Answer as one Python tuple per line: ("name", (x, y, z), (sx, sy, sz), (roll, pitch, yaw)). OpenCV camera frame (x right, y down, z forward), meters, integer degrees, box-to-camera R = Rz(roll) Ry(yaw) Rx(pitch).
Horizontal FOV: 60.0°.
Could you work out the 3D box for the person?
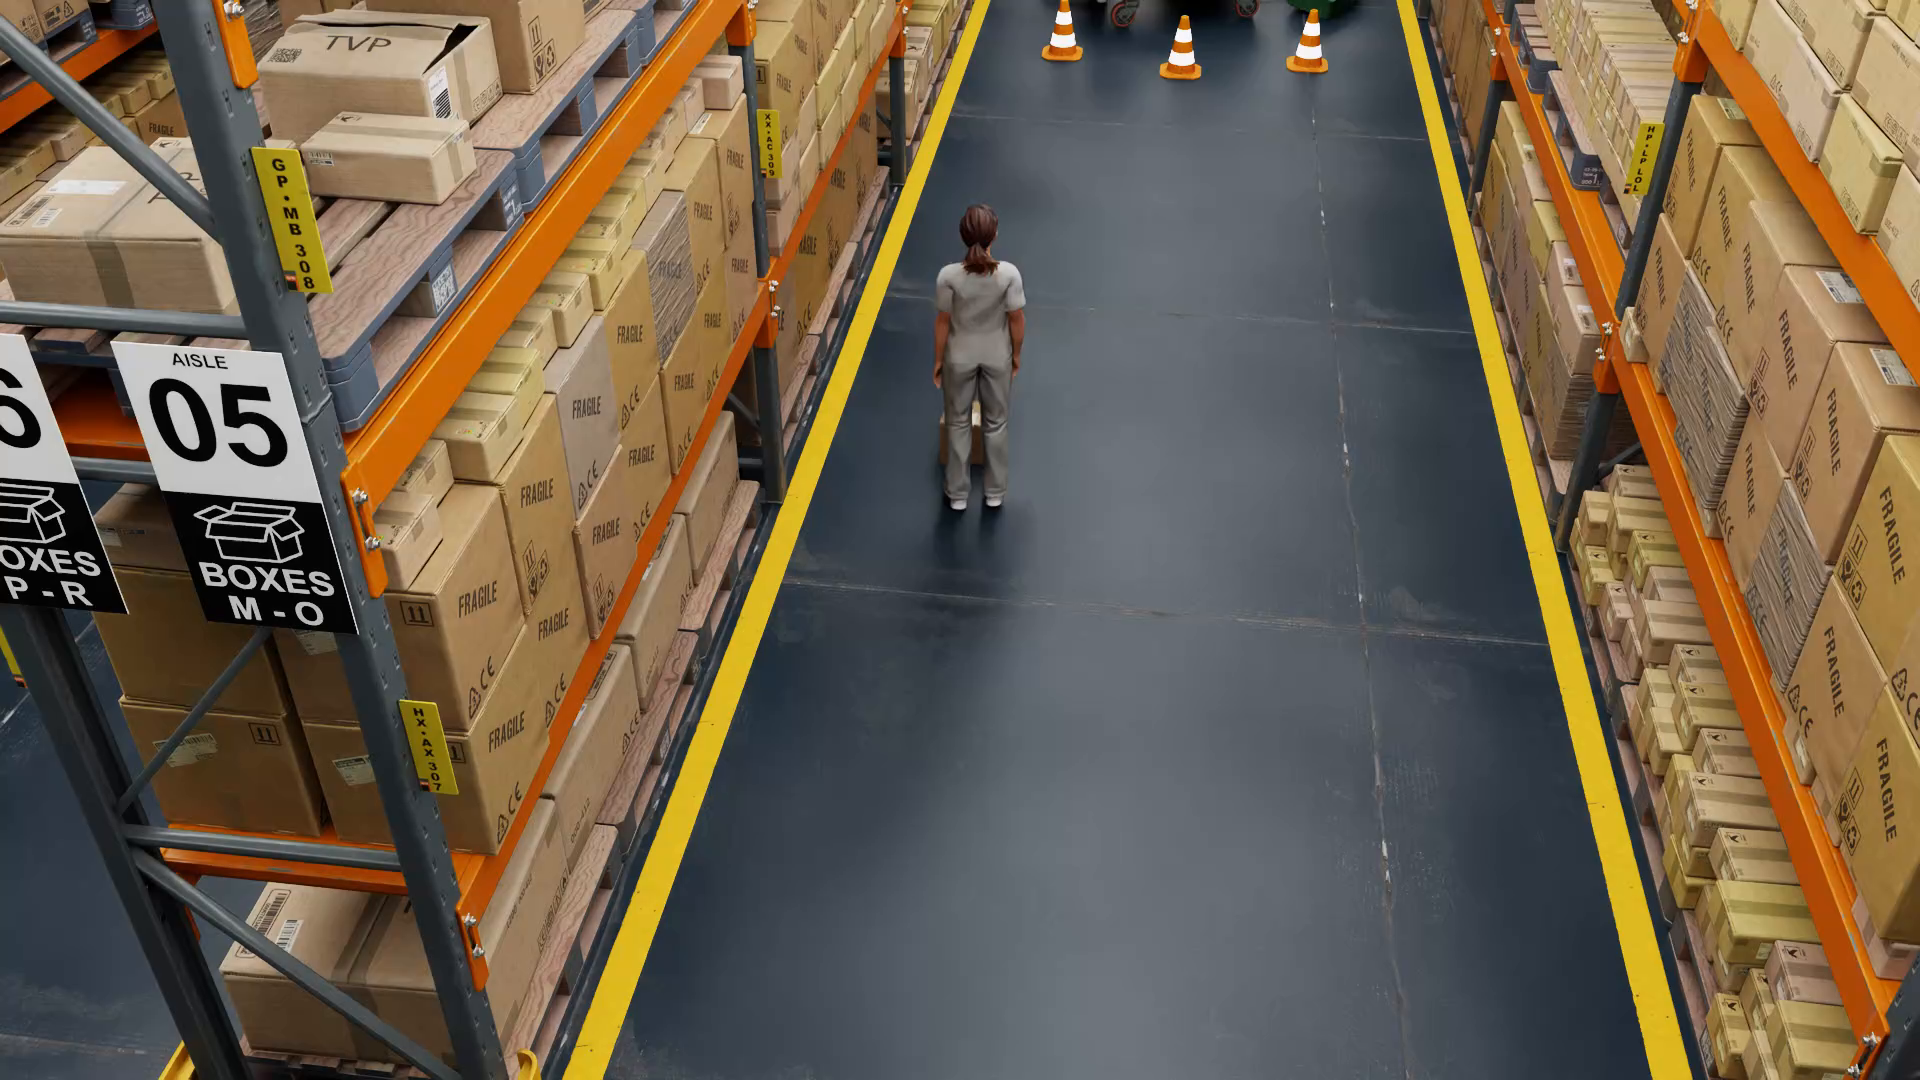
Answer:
("person", (0.086, -0.890, 8.218), (0.450, 1.677, 0.418), (-4, 36, -5))
